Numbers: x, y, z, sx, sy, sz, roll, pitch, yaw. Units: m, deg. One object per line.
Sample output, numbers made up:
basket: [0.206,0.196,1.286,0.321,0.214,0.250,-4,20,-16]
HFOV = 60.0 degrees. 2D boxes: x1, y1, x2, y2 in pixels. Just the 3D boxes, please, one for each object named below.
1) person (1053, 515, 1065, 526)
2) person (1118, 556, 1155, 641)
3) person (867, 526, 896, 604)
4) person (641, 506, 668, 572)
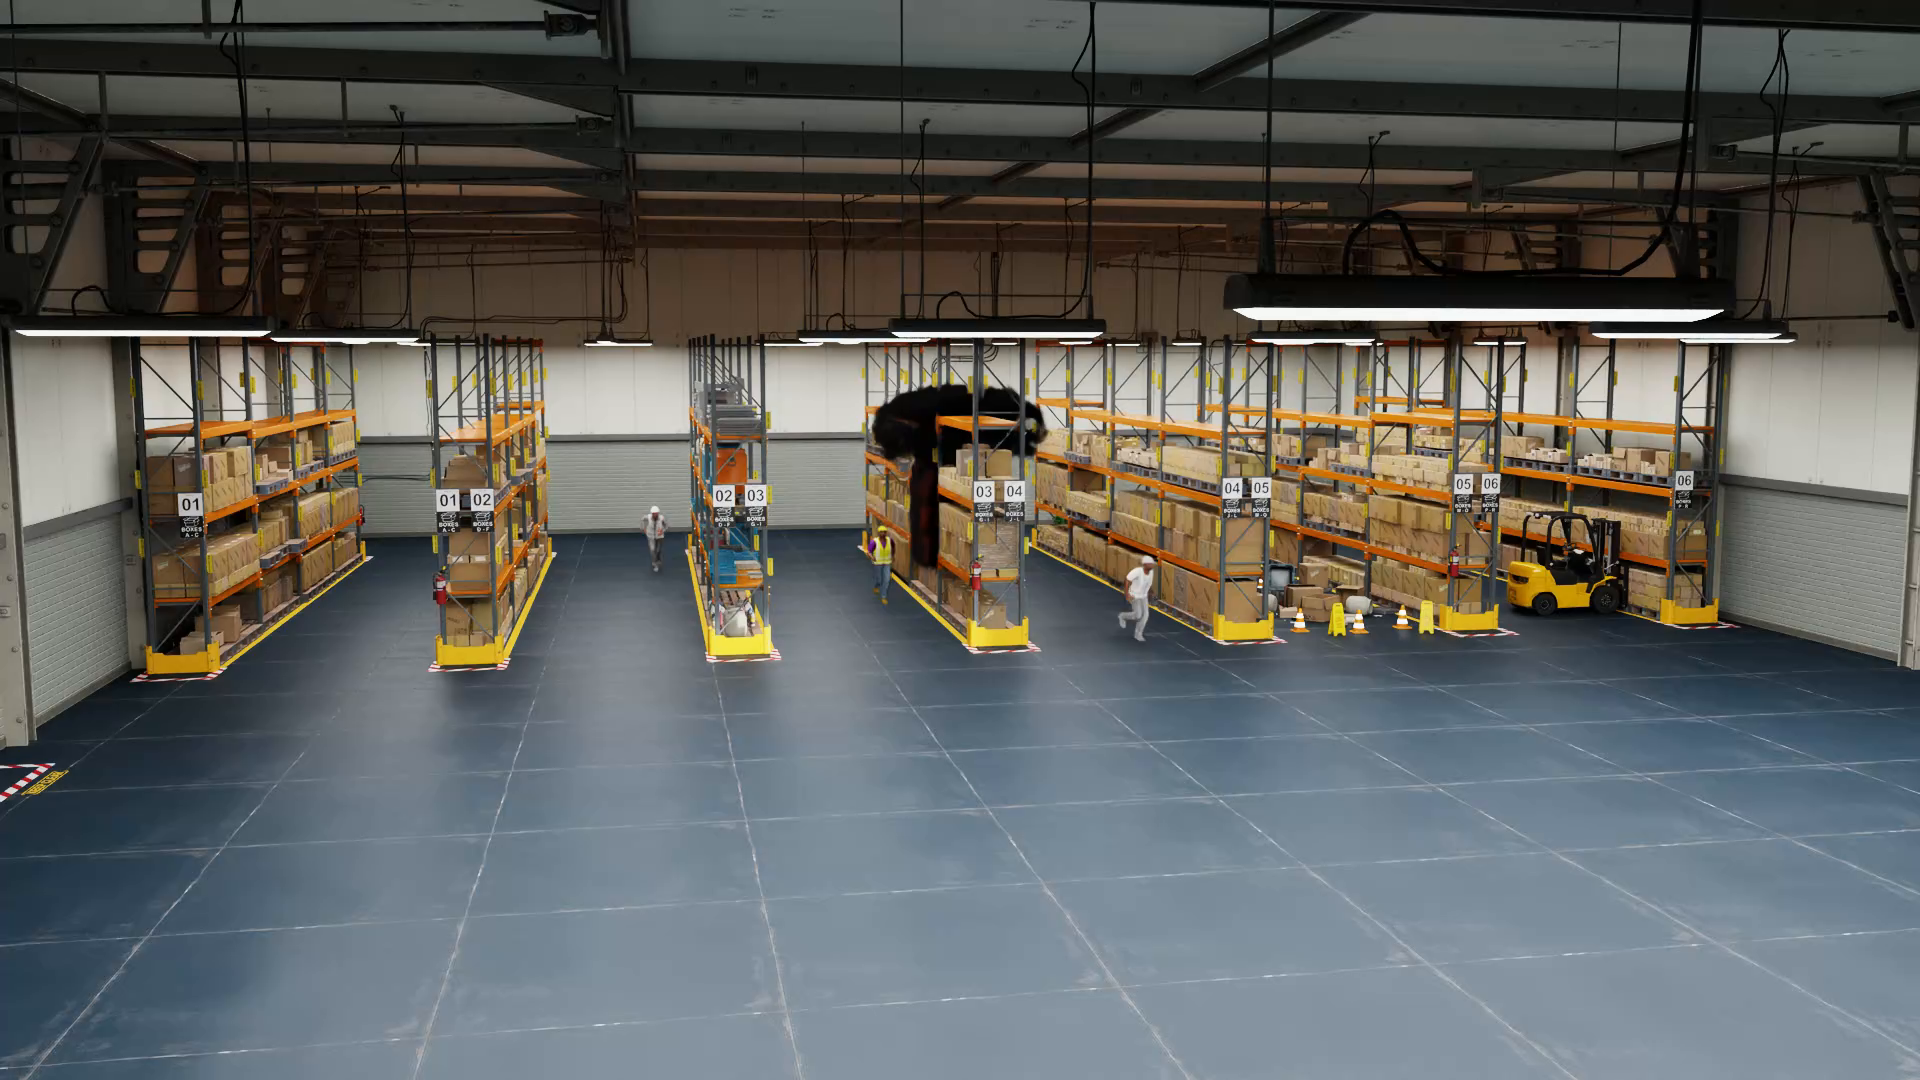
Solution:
person: [3.047,-0.877,50.381,0.803,1.711,0.655,-3,7,-24]
person: [3.512,1.138,32.936,0.876,1.699,0.698,6,9,45]
person: [-1.769,0.553,37.781,0.708,1.765,0.824,-2,7,-17]
person: [-7.924,-0.050,43.265,0.692,1.731,1.050,-1,7,-6]
